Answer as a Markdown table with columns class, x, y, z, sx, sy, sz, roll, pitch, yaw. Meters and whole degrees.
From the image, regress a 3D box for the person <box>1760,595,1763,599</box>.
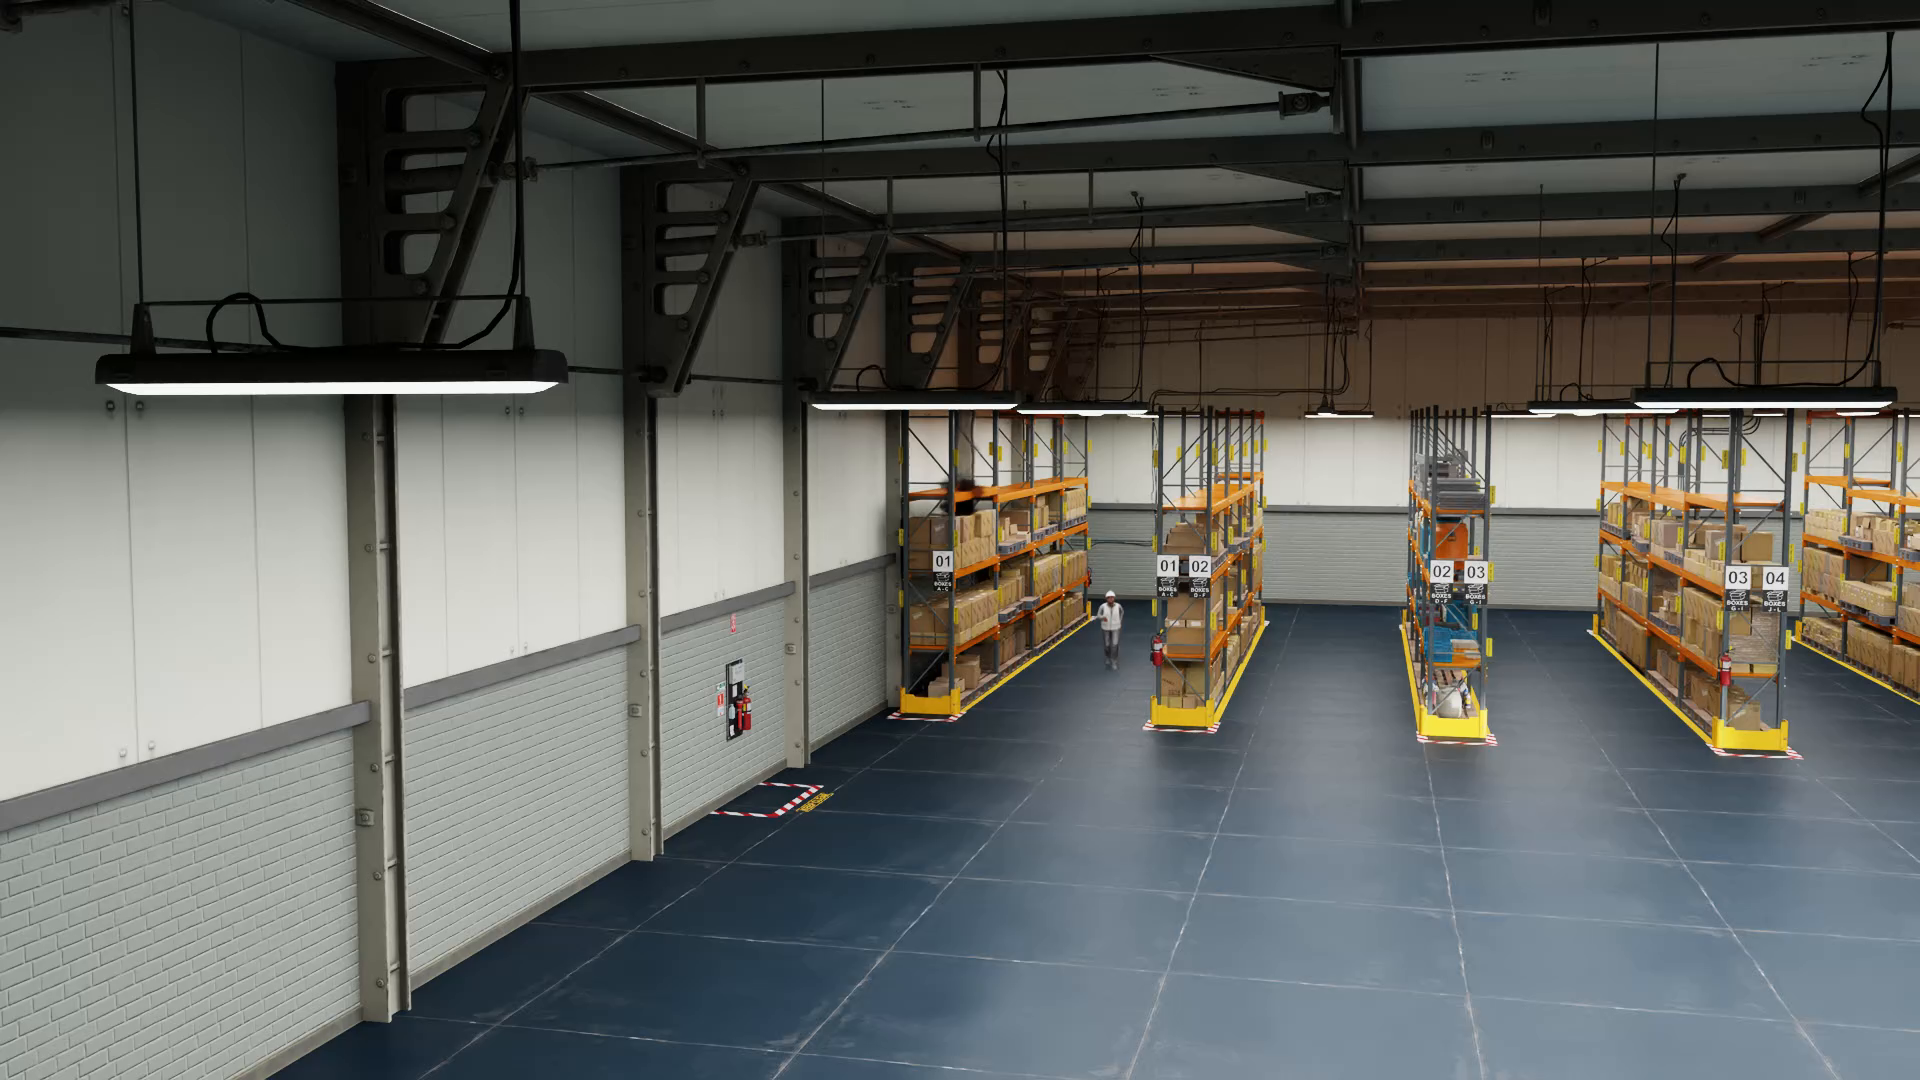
| class | x | y | z | sx | sy | sz | roll | pitch | yaw |
| --- | --- | --- | --- | --- | --- | --- | --- | --- | --- |
| person | 20.267 | 1.930 | 41.684 | 0.682 | 1.692 | 0.986 | 0 | 4 | 7 |

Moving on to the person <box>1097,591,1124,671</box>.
| class | x | y | z | sx | sy | sz | roll | pitch | yaw |
| --- | --- | --- | --- | --- | --- | --- | --- | --- | --- |
| person | 3.476 | 2.068 | 38.505 | 0.610 | 1.805 | 0.889 | 0 | 4 | 6 |
